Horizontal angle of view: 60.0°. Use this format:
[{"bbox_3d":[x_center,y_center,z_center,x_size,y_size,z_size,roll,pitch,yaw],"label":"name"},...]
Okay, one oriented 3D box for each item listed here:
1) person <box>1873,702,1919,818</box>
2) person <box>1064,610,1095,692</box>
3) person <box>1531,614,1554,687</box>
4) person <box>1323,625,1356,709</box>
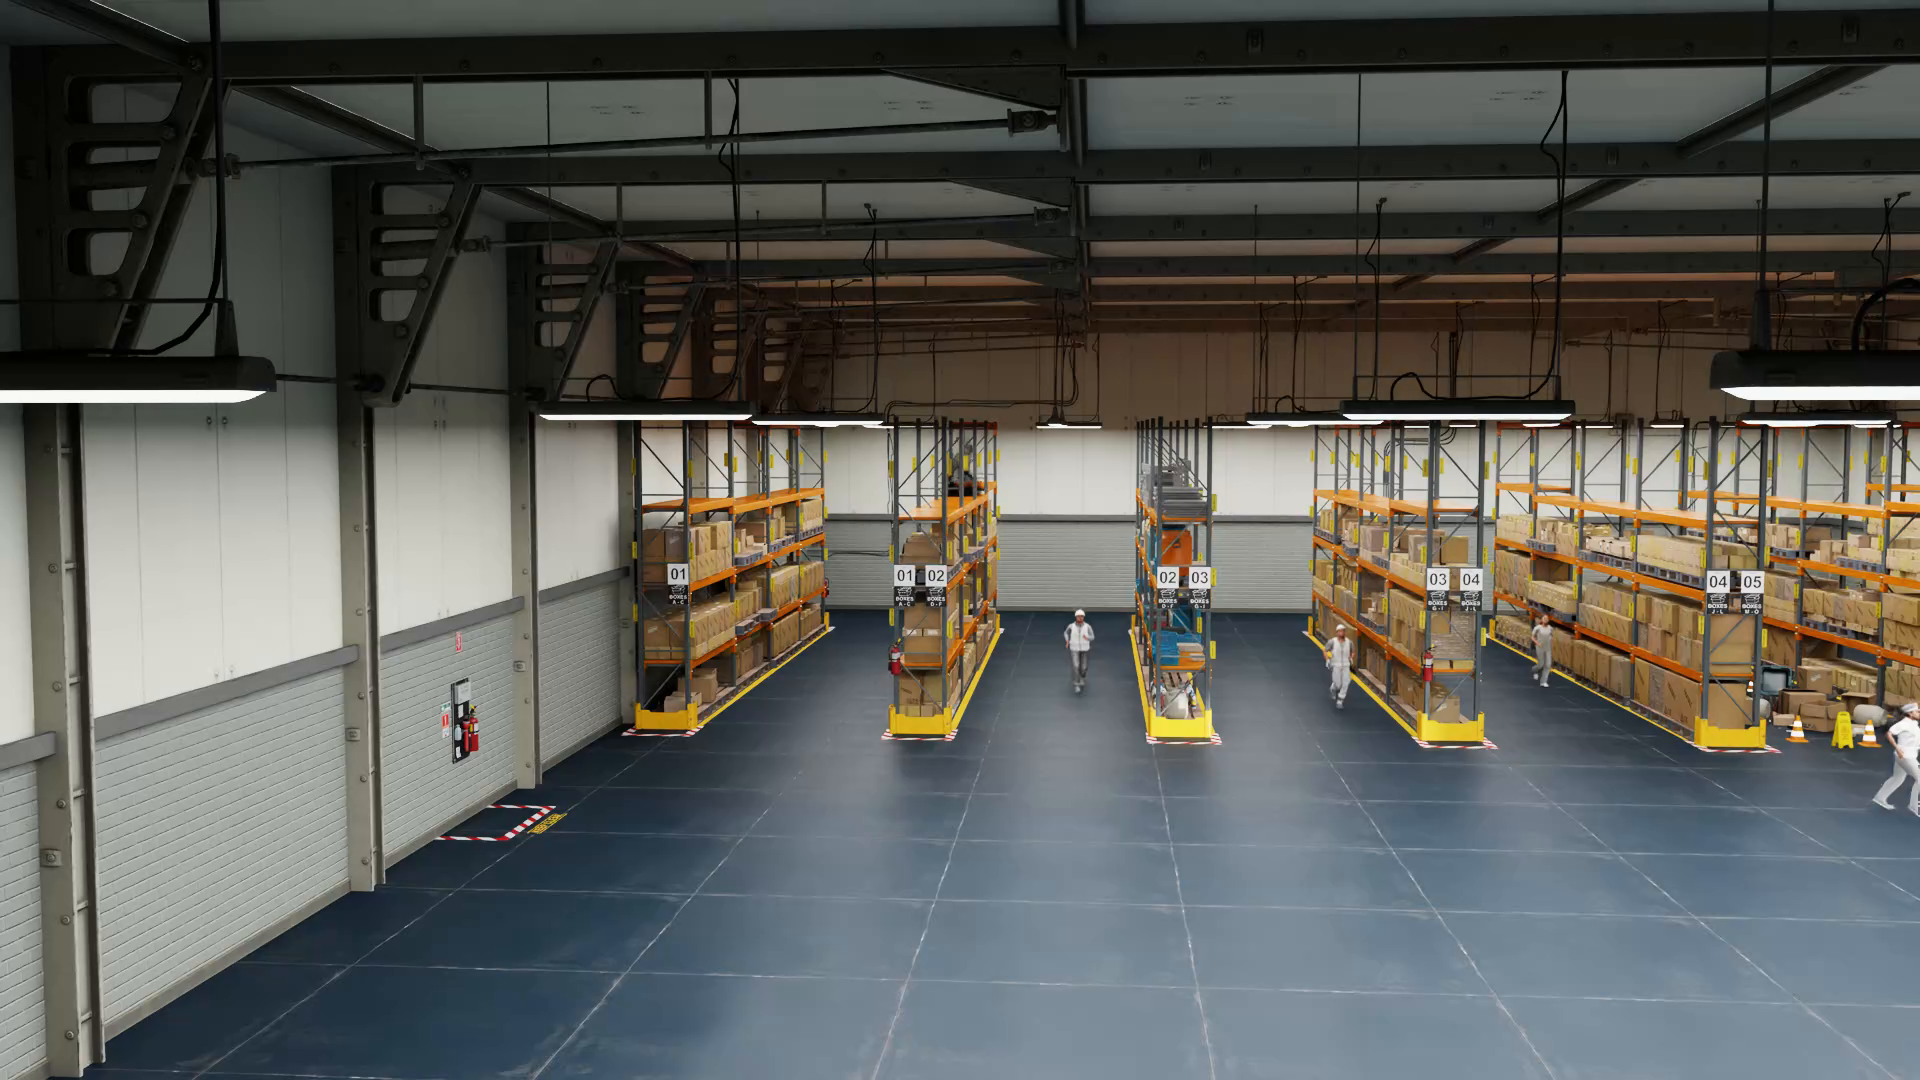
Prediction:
[{"bbox_3d":[14.053,3.262,24.745,0.838,1.738,0.581,3,5,39],"label":"person"},{"bbox_3d":[2.638,2.419,36.645,0.653,1.760,0.968,0,4,-1],"label":"person"},{"bbox_3d":[13.103,2.464,37.373,0.556,1.633,0.733,0,4,-5],"label":"person"},{"bbox_3d":[7.863,2.613,34.362,0.658,1.738,0.601,0,4,-2],"label":"person"}]
